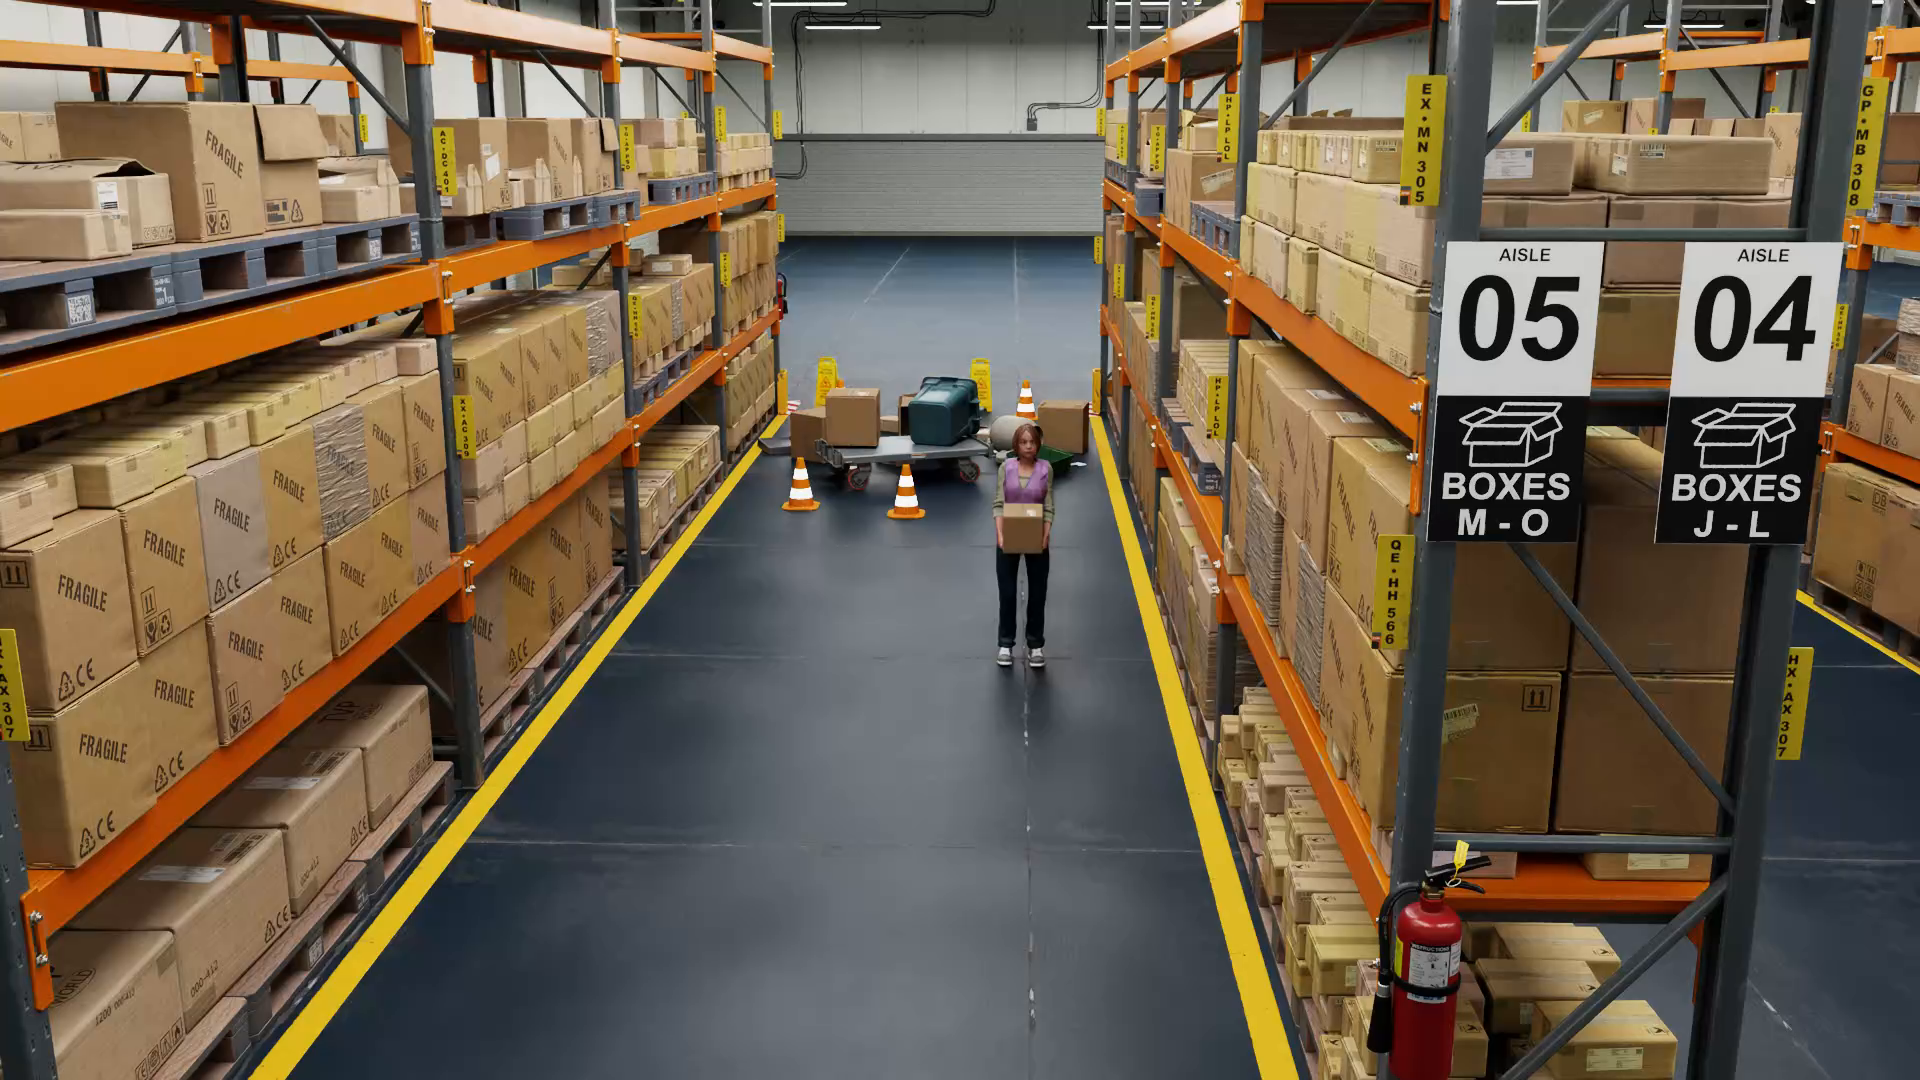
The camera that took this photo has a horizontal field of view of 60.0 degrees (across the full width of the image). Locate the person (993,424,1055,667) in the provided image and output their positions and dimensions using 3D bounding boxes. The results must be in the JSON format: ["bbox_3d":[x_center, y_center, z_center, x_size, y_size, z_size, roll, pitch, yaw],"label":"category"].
[{"bbox_3d":[0.413,0.051,10.832,0.404,1.590,0.499,1,14,2],"label":"person"}]
